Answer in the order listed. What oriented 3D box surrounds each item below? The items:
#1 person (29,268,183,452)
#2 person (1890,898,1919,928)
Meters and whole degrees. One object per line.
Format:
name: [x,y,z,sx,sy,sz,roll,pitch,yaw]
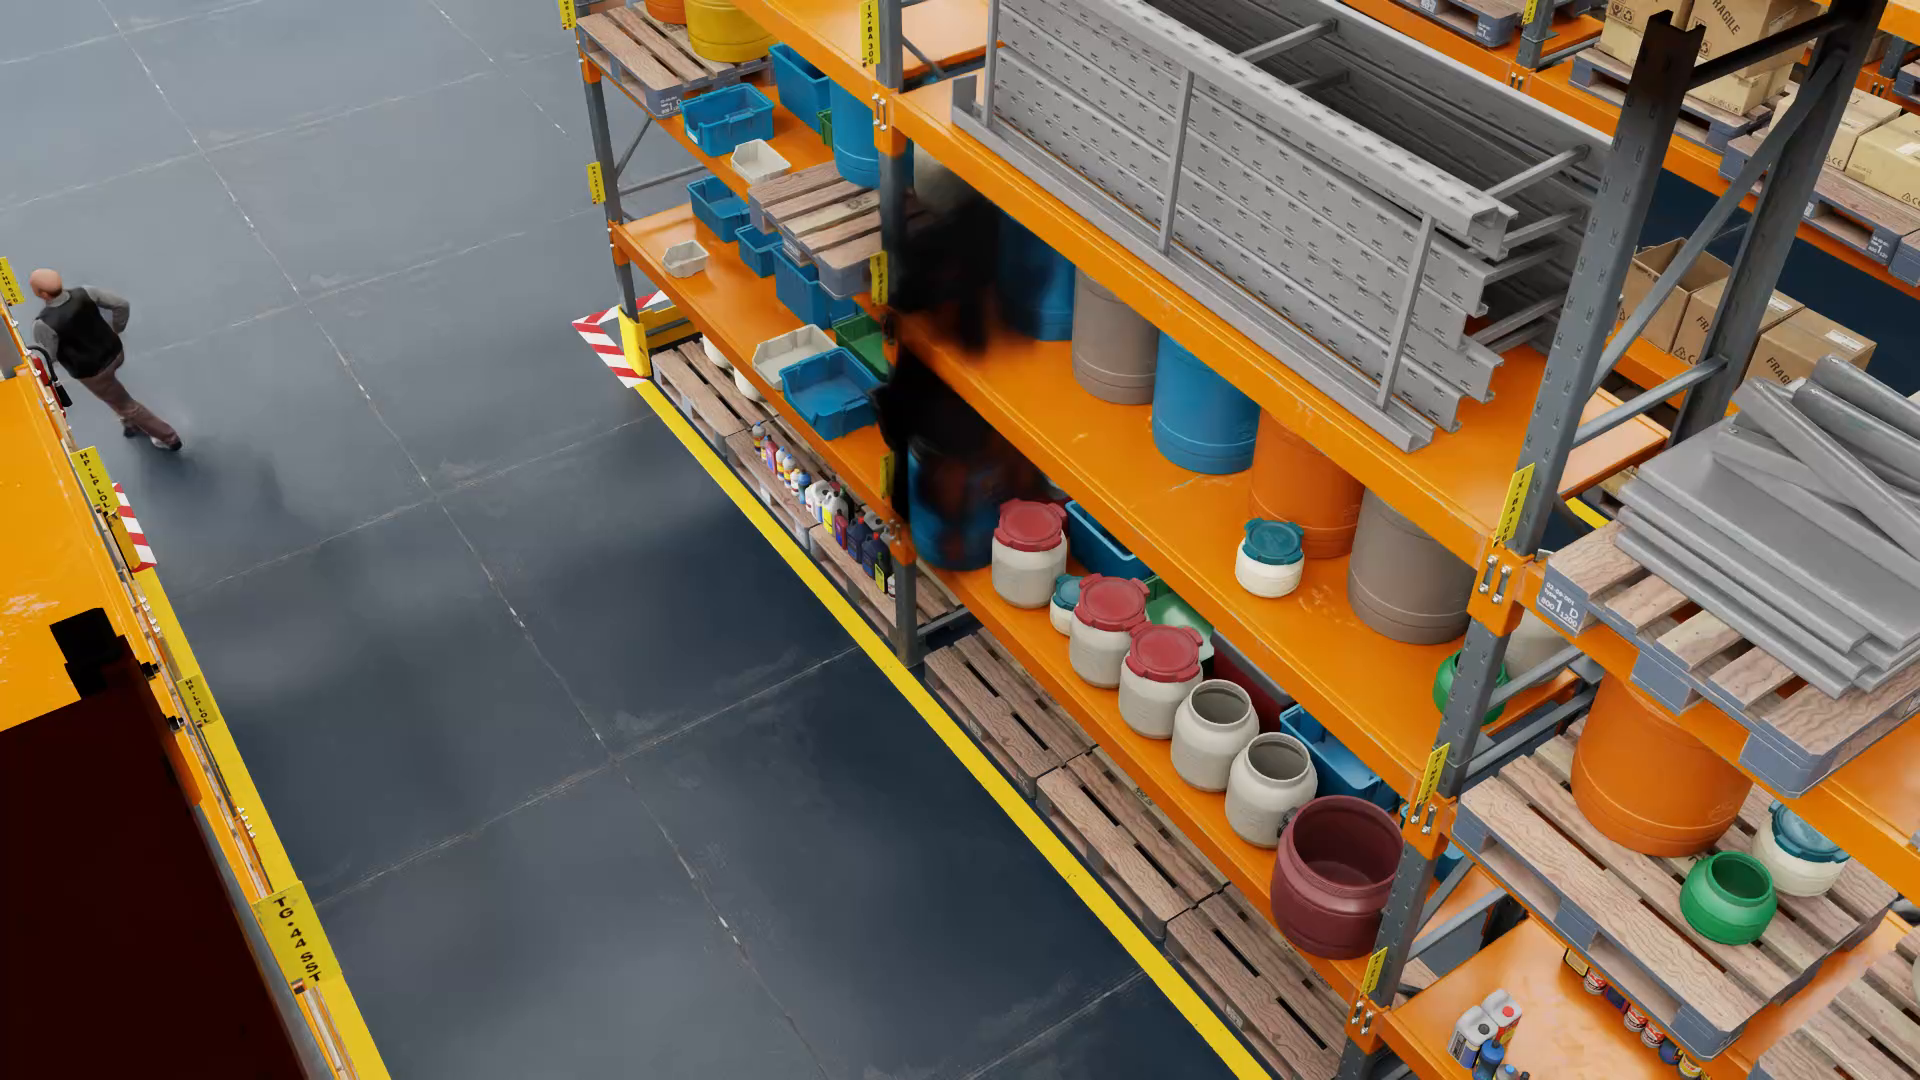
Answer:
person: [-6.155,-1.225,11.859,0.702,1.753,0.659,9,43,10]
person: [5.062,1.910,8.446,0.694,1.715,0.580,33,52,30]
